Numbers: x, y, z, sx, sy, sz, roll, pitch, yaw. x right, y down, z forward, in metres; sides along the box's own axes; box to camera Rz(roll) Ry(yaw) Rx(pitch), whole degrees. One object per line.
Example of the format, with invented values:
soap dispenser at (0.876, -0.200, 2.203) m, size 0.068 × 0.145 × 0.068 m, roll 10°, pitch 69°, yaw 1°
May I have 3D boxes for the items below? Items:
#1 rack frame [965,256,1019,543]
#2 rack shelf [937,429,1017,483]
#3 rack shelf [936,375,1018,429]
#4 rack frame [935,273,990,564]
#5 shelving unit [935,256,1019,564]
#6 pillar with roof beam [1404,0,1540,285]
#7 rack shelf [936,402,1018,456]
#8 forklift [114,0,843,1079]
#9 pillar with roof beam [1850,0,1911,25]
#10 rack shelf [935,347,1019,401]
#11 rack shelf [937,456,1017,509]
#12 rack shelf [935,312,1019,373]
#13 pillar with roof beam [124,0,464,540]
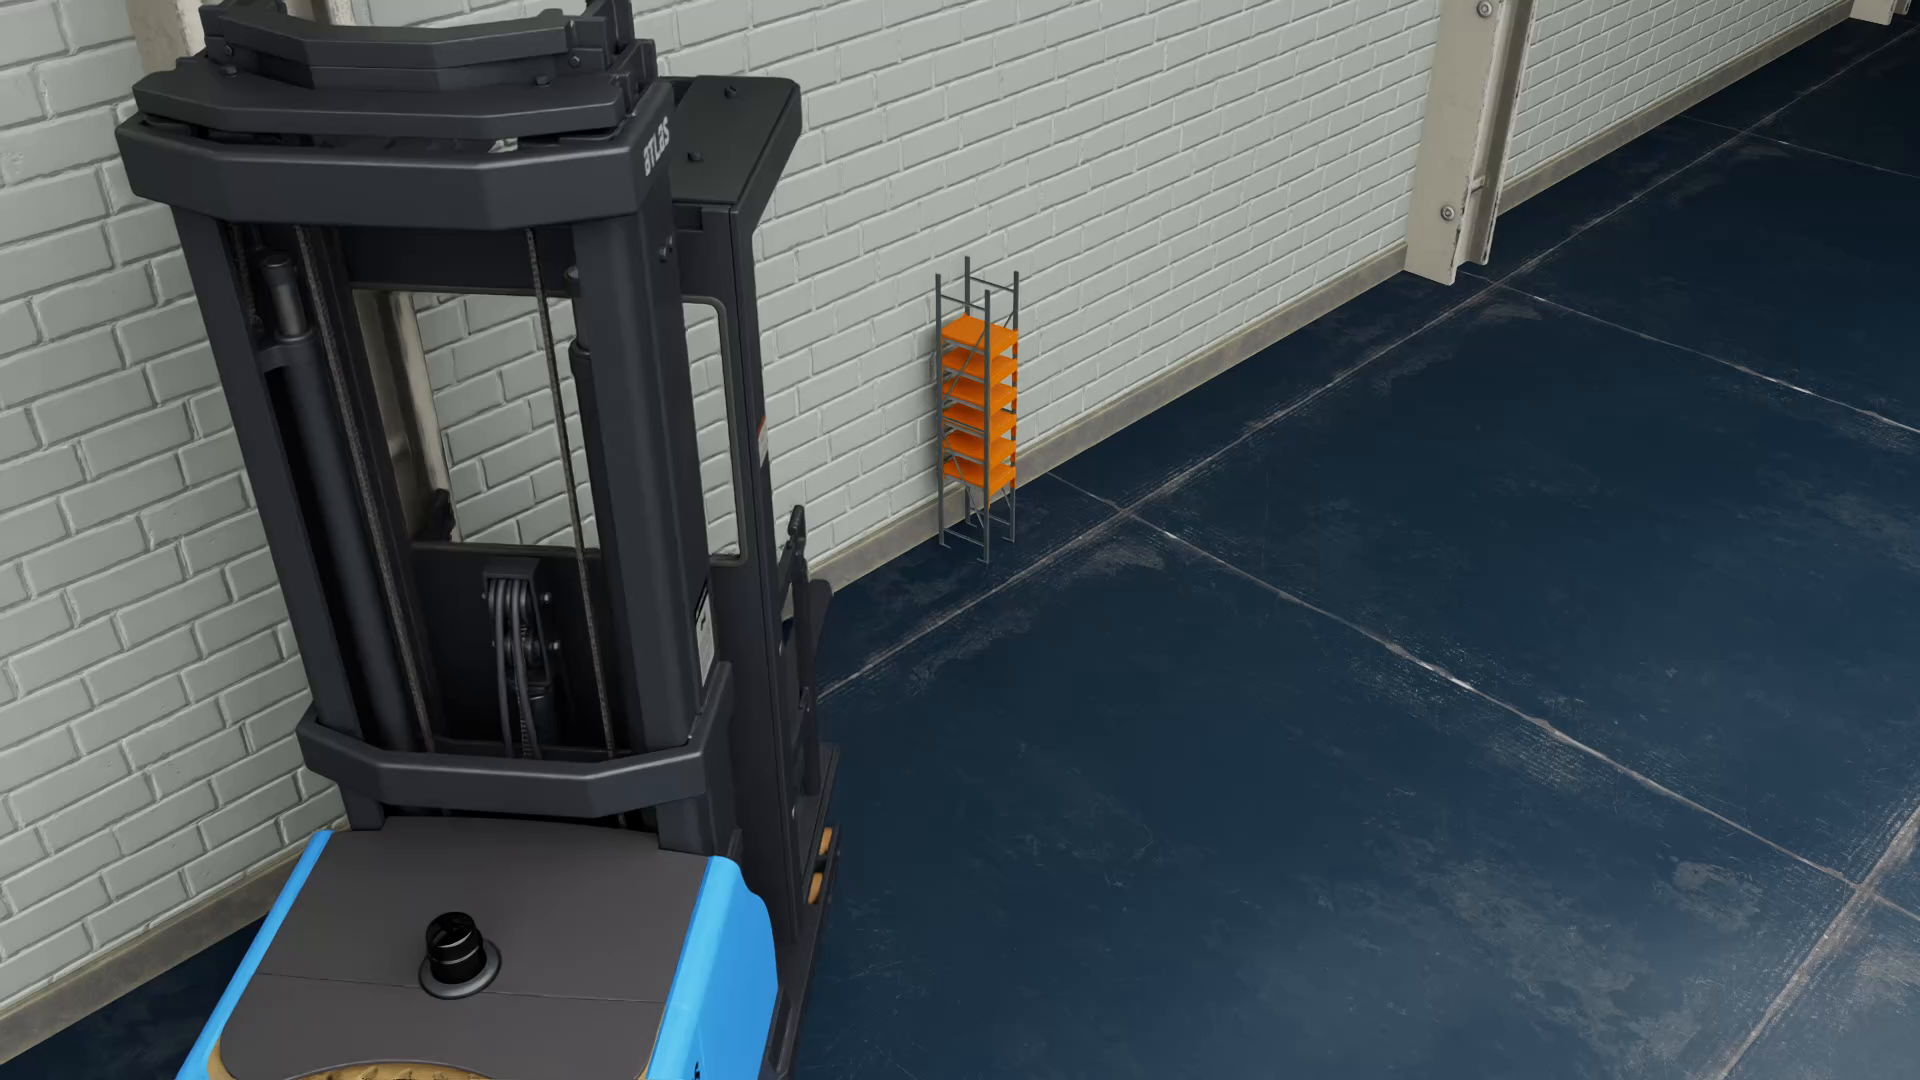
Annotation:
rack frame at (0.119, -0.522, 6.448) m, size 0.240 × 1.200 × 0.006 m, roll 22°, pitch 41°, yaw 29°
rack shelf at (0.066, -0.344, 6.481) m, size 0.258 × 0.103 × 0.180 m, roll 22°, pitch 41°, yaw 29°
rack shelf at (0.065, -0.541, 6.344) m, size 0.258 × 0.103 × 0.180 m, roll 22°, pitch 41°, yaw 29°
rack frame at (0.012, -0.436, 6.326) m, size 0.240 × 1.200 × 0.006 m, roll 22°, pitch 41°, yaw 29°
shelving unit at (0.065, -0.479, 6.387) m, size 0.258 × 1.200 × 0.189 m, roll 22°, pitch 41°, yaw 29°
pillar with roof beam at (5.627, -3.421, 3.788) m, size 9.100 × 9.000 × 0.400 m, roll 30°, pitch 45°, yaw 35°
rack shelf at (0.065, -0.442, 6.412) m, size 0.258 × 0.103 × 0.180 m, roll 22°, pitch 41°, yaw 29°
forklift at (-0.957, -0.026, 4.225) m, size 1.130 × 2.935 × 3.031 m, roll 3°, pitch 35°, yaw 4°
pillar with roof beam at (9.855, -5.857, 7.281) m, size 9.100 × 9.000 × 0.400 m, roll 30°, pitch 45°, yaw 35°
rack shelf at (0.065, -0.639, 6.275) m, size 0.258 × 0.103 × 0.180 m, roll 22°, pitch 41°, yaw 29°
rack shelf at (0.066, -0.246, 6.550) m, size 0.258 × 0.103 × 0.180 m, roll 22°, pitch 41°, yaw 29°
rack shelf at (0.064, -0.738, 6.206) m, size 0.258 × 0.103 × 0.180 m, roll 22°, pitch 41°, yaw 29°
pillar with roof beam at (1.400, -0.985, 0.296) m, size 9.100 × 9.000 × 0.400 m, roll 30°, pitch 45°, yaw 35°
